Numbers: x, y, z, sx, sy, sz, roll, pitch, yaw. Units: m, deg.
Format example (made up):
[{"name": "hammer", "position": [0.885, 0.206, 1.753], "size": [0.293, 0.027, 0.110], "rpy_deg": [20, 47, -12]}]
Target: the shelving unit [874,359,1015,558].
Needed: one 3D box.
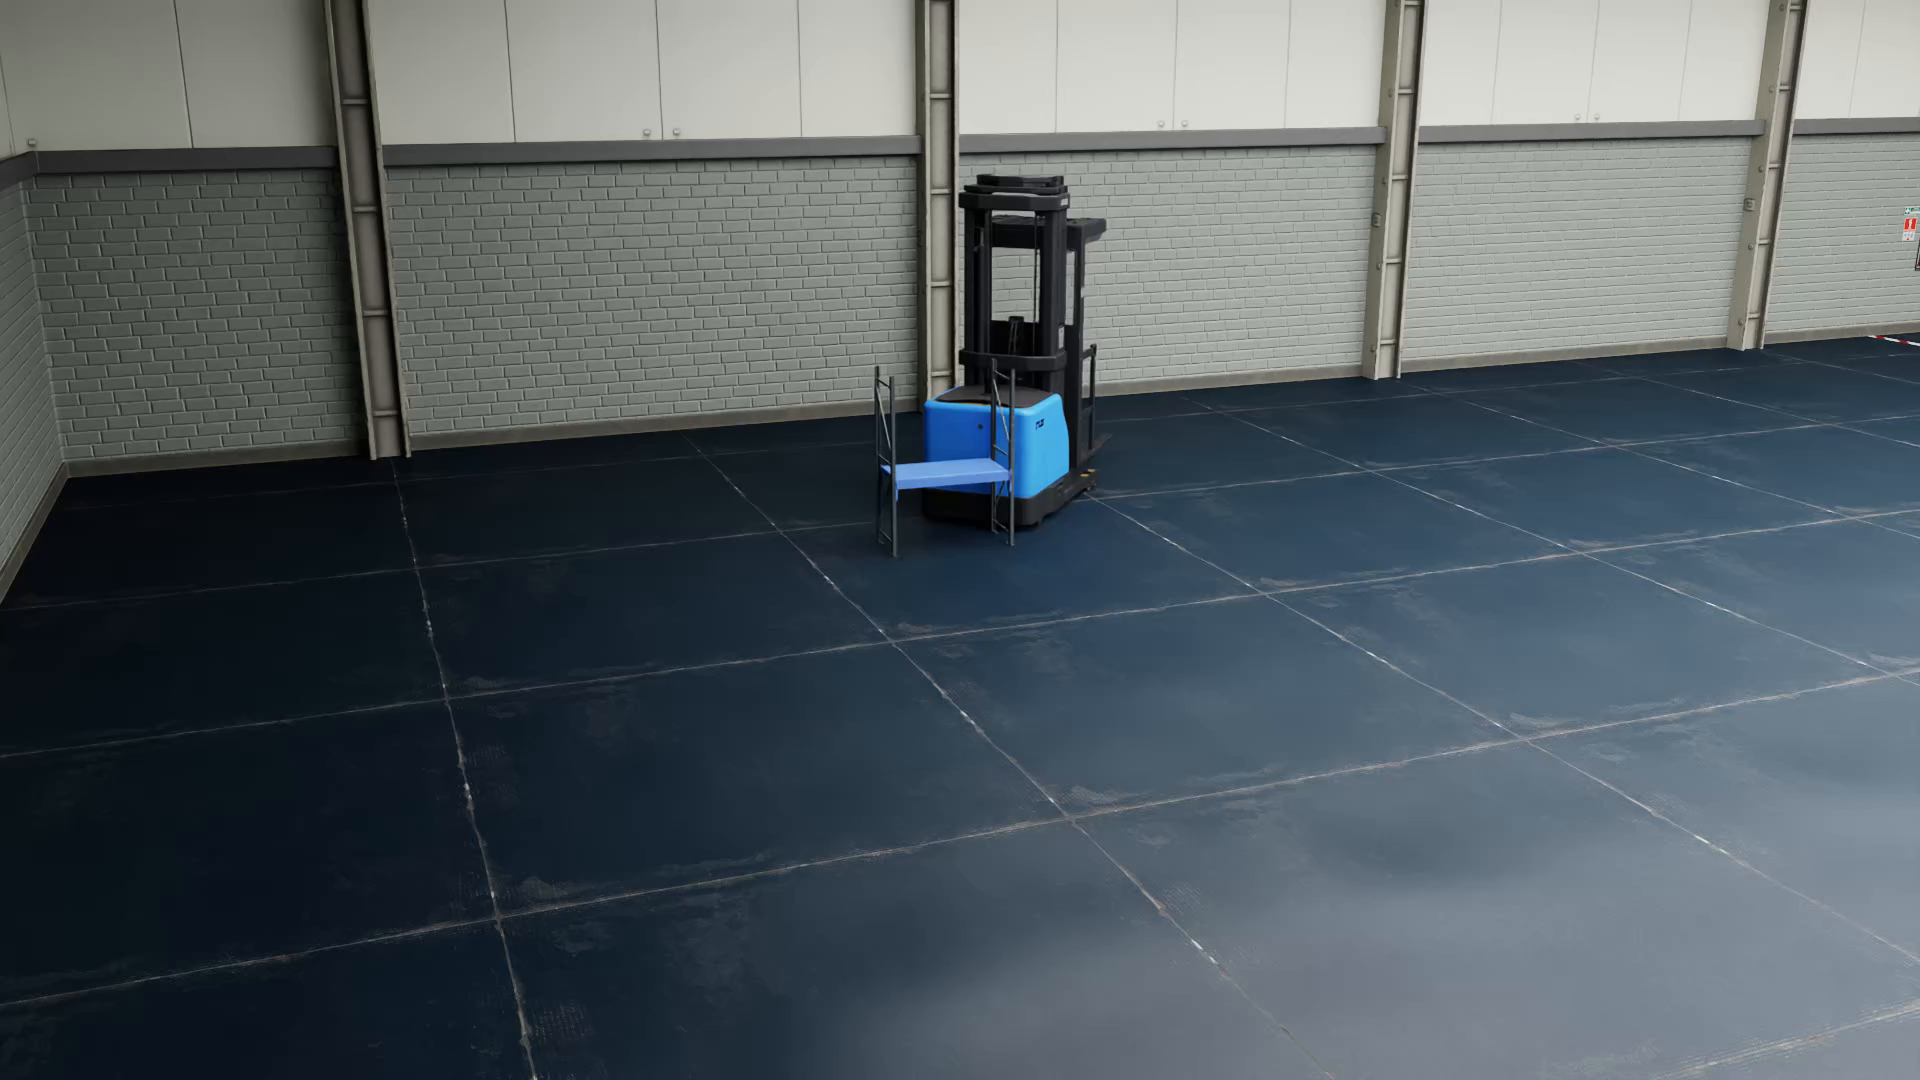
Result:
[{"name": "shelving unit", "position": [-0.128, -0.689, 13.784], "size": [1.048, 1.500, 0.538], "rpy_deg": [-5, 17, -18]}]

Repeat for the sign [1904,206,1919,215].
[{"name": "sign", "position": [13.695, -4.733, 23.888], "size": [0.331, 0.109, 0.001], "rpy_deg": [-6, 17, -20]}]

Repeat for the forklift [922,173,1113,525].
[{"name": "forklift", "position": [0.685, -1.905, 15.383], "size": [1.130, 2.935, 3.031], "rpy_deg": [6, 18, 21]}]

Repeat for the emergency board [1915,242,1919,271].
[{"name": "emergency board", "position": [14.226, -4.496, 24.085], "size": [0.626, 1.169, 0.157], "rpy_deg": [-6, 17, -20]}]

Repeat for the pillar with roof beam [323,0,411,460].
[{"name": "pillar with roof beam", "position": [-4.309, -4.057, 11.944], "size": [0.400, 9.000, 9.100], "rpy_deg": [-6, 17, -20]}]

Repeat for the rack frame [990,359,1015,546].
[{"name": "rack frame", "position": [0.355, -0.734, 13.937], "size": [0.032, 1.500, 0.500], "rpy_deg": [-5, 17, -18]}]

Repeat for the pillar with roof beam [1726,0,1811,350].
[{"name": "pillar with roof beam", "position": [12.500, -5.872, 18.123], "size": [0.400, 9.000, 9.100], "rpy_deg": [-6, 17, -20]}]

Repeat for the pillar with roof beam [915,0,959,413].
[{"name": "pillar with roof beam", "position": [1.294, -4.662, 14.003], "size": [0.400, 9.000, 9.100], "rpy_deg": [-6, 17, -20]}]

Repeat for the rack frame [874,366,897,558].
[{"name": "rack frame", "position": [-0.611, -0.644, 13.631], "size": [0.032, 1.500, 0.500], "rpy_deg": [-5, 17, -18]}]

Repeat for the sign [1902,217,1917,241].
[{"name": "sign", "position": [13.687, -4.481, 23.969], "size": [0.234, 0.329, 0.001], "rpy_deg": [-6, 17, -20]}]

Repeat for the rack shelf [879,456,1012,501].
[{"name": "rack shelf", "position": [-0.128, -0.517, 13.834], "size": [1.000, 0.185, 0.538], "rpy_deg": [-5, 17, -18]}]

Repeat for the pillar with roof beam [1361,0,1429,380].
[{"name": "pillar with roof beam", "position": [6.897, -5.267, 16.063], "size": [0.400, 9.000, 9.100], "rpy_deg": [-6, 17, -20]}]
